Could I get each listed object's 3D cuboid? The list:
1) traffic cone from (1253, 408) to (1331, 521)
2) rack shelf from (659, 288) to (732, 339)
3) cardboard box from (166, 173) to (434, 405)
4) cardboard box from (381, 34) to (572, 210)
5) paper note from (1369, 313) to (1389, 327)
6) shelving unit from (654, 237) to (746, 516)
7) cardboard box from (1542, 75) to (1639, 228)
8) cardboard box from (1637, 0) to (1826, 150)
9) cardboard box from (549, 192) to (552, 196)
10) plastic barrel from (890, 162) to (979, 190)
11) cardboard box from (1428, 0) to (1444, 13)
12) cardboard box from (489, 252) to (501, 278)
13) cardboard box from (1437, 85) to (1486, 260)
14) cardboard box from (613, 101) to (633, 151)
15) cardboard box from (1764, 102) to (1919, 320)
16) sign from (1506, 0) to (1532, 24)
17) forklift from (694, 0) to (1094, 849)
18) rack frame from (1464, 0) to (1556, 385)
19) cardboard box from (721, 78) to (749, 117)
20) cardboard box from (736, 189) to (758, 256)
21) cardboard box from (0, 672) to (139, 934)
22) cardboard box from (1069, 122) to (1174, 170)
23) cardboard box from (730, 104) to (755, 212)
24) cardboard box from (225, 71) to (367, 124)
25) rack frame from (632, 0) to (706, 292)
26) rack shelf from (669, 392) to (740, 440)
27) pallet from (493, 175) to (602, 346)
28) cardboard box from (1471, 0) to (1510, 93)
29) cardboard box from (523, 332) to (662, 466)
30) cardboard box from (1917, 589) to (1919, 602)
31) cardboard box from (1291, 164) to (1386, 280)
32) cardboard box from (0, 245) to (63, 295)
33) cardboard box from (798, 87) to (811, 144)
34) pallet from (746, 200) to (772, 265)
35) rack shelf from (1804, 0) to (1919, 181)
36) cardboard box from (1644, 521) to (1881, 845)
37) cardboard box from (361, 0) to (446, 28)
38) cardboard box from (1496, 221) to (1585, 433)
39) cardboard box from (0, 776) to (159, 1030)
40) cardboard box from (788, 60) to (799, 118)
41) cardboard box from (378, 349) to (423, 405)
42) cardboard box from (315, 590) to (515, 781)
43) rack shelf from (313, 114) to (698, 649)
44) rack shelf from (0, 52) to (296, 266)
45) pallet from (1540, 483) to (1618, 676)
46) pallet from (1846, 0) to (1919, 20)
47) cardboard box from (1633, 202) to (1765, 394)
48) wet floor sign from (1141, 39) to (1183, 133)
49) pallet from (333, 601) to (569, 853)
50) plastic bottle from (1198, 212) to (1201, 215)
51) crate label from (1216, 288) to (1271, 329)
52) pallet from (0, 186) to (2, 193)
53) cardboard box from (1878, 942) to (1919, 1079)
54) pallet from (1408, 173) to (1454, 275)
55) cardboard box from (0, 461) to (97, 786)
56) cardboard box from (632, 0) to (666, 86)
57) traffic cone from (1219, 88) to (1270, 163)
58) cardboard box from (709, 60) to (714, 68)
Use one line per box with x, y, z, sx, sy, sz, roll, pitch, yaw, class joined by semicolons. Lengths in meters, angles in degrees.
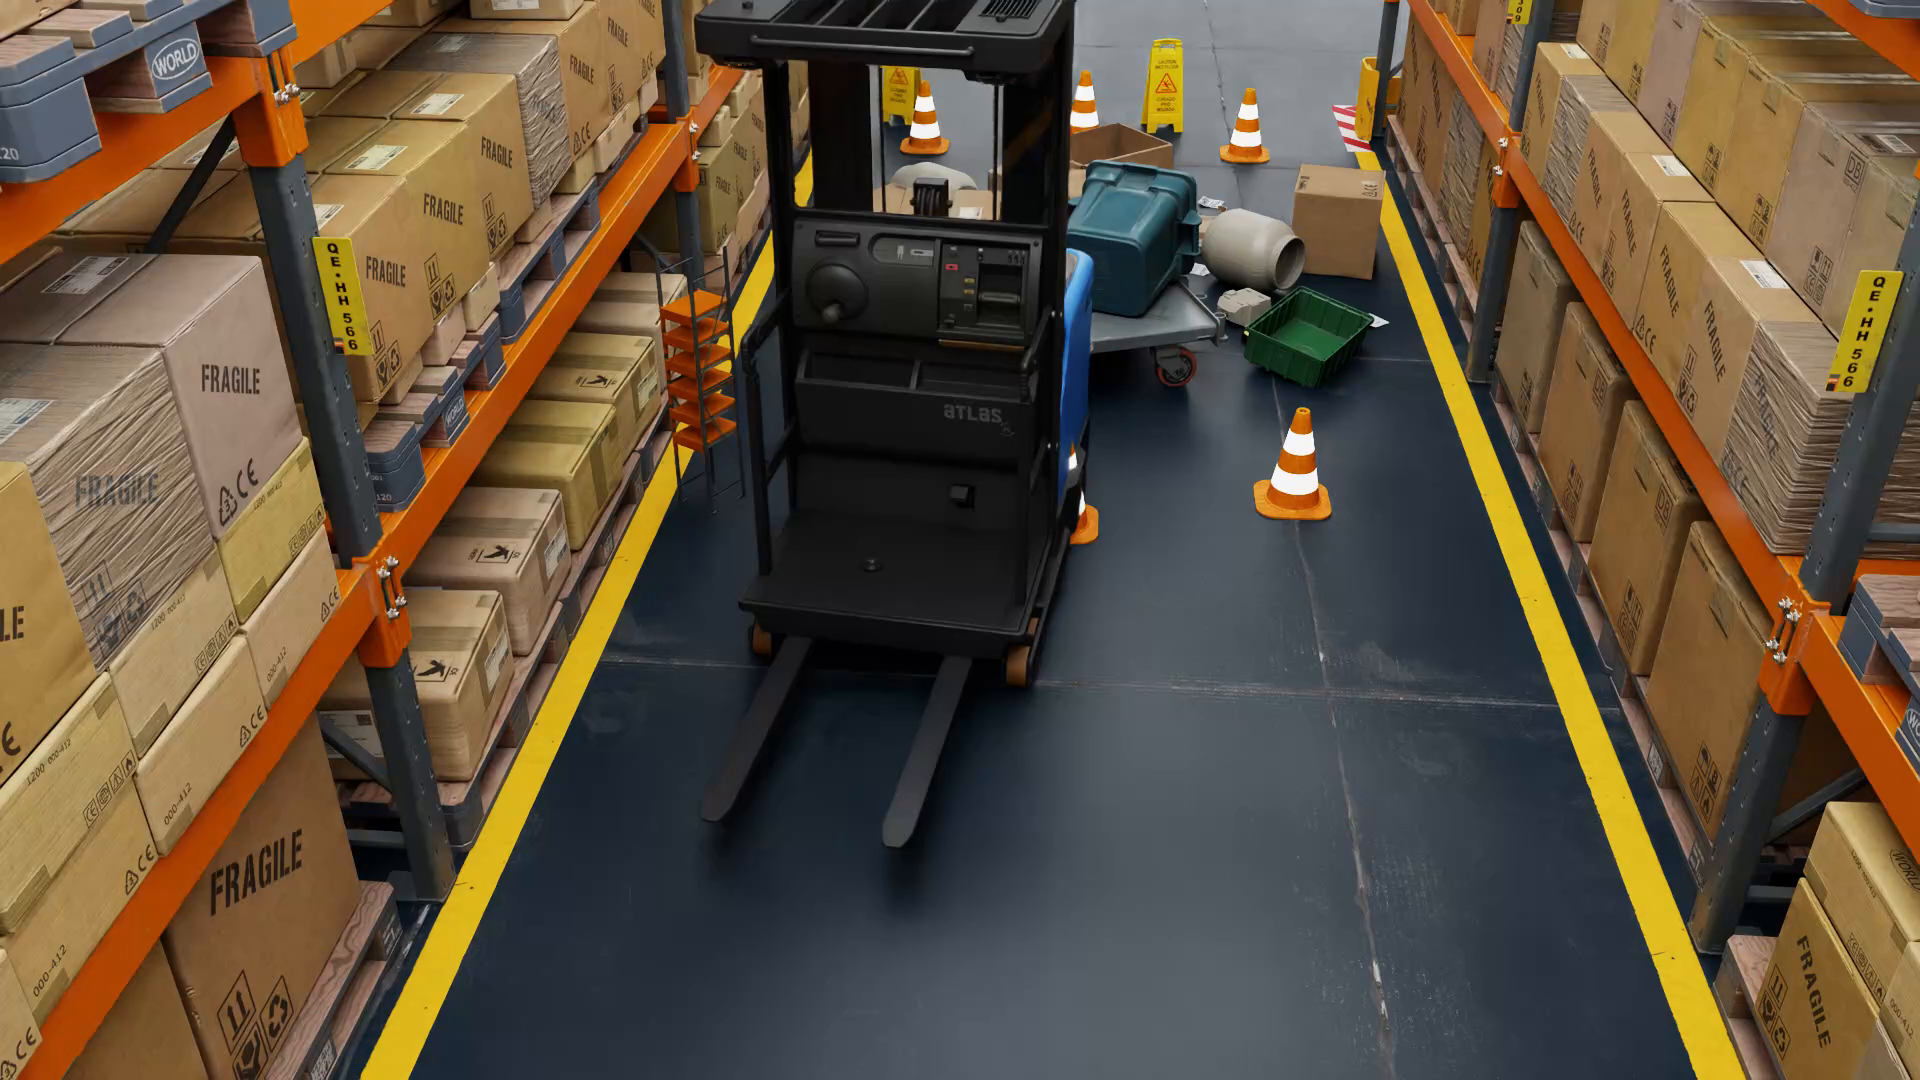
1.503;-0.373;7.415;0.336;0.463;0.334;2;32;4;traffic cone
-1.123;-0.965;7.071;0.180;0.103;0.258;20;37;29;rack shelf
-1.883;-0.731;4.797;0.500;0.500;0.500;2;32;3;cardboard box
-1.762;-1.543;6.115;0.500;0.500;0.500;1;32;2;cardboard box
2.270;-1.217;9.195;0.147;0.020;0.142;-20;37;-29;paper note
-1.123;-0.697;7.237;0.189;1.200;0.258;20;37;29;shelving unit
2.766;-1.605;6.900;0.500;0.500;0.500;3;32;4;cardboard box
3.002;-1.765;6.207;0.700;0.500;0.500;3;32;4;cardboard box
-1.812;-1.374;6.459;0.380;0.149;0.250;1;32;2;cardboard box
-0.158;-2.099;10.252;0.512;0.421;0.421;27;41;37;plastic barrel
3.264;-3.474;9.885;0.875;0.550;0.550;2;32;4;cardboard box
-1.829;-0.951;5.773;0.380;0.149;0.250;4;32;7;cardboard box
3.308;-2.162;9.524;0.875;0.875;0.875;3;32;4;cardboard box
-1.615;-1.766;7.096;0.380;0.149;0.250;2;32;3;cardboard box
2.878;-0.966;4.910;0.700;0.500;0.500;2;32;3;cardboard box
2.564;-2.515;7.572;0.100;0.325;0.005;2;32;4;sign
-0.204;-0.900;5.917;1.130;2.935;3.031;6;32;10;forklift
3.118;-2.090;7.783;1.000;3.000;0.127;2;32;4;rack frame
-1.397;-2.481;9.304;0.380;0.149;0.250;4;32;6;cardboard box
-1.475;-1.834;9.587;0.500;0.250;0.500;4;32;7;cardboard box
-1.995;0.495;3.254;0.500;0.250;0.500;2;32;3;cardboard box
0.882;-2.251;10.423;0.797;0.503;0.637;-20;37;-29;cardboard box
-1.475;-2.154;9.391;0.500;0.500;0.500;4;32;6;cardboard box
-2.319;-1.290;5.704;0.500;0.500;0.500;0;32;1;cardboard box
-1.824;-2.249;8.040;1.000;3.000;0.127;2;32;4;rack frame
-1.123;-0.557;7.323;0.180;0.103;0.258;20;37;29;rack shelf
-2.030;-1.112;6.379;1.003;0.211;1.213;2;32;4;pallet
3.158;-2.636;8.525;0.875;0.550;0.550;2;32;4;cardboard box
-1.920;-0.658;7.564;0.950;0.372;0.625;4;32;7;cardboard box
2.554;0.155;3.979;0.380;0.149;0.250;2;32;3;cardboard box
2.221;-1.883;9.826;0.500;0.500;0.500;8;32;12;cardboard box
-2.434;-0.378;3.956;0.500;0.500;0.500;1;32;2;cardboard box
-1.298;-2.902;11.320;0.500;0.250;0.500;2;32;4;cardboard box
-1.708;-2.054;10.382;1.003;0.211;1.213;2;32;4;pallet
2.955;-2.015;5.487;1.077;0.370;4.000;2;32;4;rack shelf
2.931;0.466;5.379;1.050;0.750;0.750;2;32;3;cardboard box
-2.201;-2.070;6.352;0.380;0.149;0.250;4;32;7;cardboard box
3.157;-0.983;7.730;1.050;0.750;0.750;2;32;4;cardboard box
-2.015;0.713;3.378;0.500;0.250;0.500;2;32;3;cardboard box
-1.343;-2.965;10.708;0.500;0.500;0.500;4;32;6;cardboard box
-1.882;-0.537;5.102;0.380;0.149;0.250;1;32;1;cardboard box
-2.094;0.488;5.704;0.950;0.372;0.625;0;32;1;cardboard box
-1.987;-0.897;6.532;1.077;0.370;4.000;2;32;4;rack shelf
-2.313;-0.082;2.351;1.077;0.370;4.000;2;32;4;rack shelf
3.033;0.143;6.816;1.003;0.211;1.213;2;32;4;pallet
2.791;-1.534;4.201;1.213;0.211;1.003;4;32;6;pallet
2.644;-0.810;5.611;0.500;0.500;0.500;2;32;3;cardboard box
1.472;-3.279;11.956;0.267;0.644;0.232;-3;32;-5;wet floor sign
-2.085;0.621;6.041;1.003;0.211;1.213;2;32;4;pallet
1.439;-2.051;10.520;0.133;0.061;0.283;-8;33;-13;plastic bottle
1.575;-1.290;9.212;0.298;0.136;0.250;-20;37;-29;crate label
-2.238;-0.430;2.409;1.003;0.211;1.213;4;32;6;pallet
2.453;1.183;3.739;0.500;0.250;0.500;2;32;3;cardboard box
3.354;-1.937;10.192;1.003;0.211;1.213;2;32;4;pallet
-2.012;0.184;3.044;0.500;0.500;0.500;2;32;4;cardboard box
-1.633;-2.345;7.418;0.500;0.500;0.500;2;32;3;cardboard box
1.985;-2.885;11.490;0.336;0.463;0.334;2;32;4;traffic cone
-1.519;-2.567;8.796;0.380;0.149;0.250;2;32;4;cardboard box
